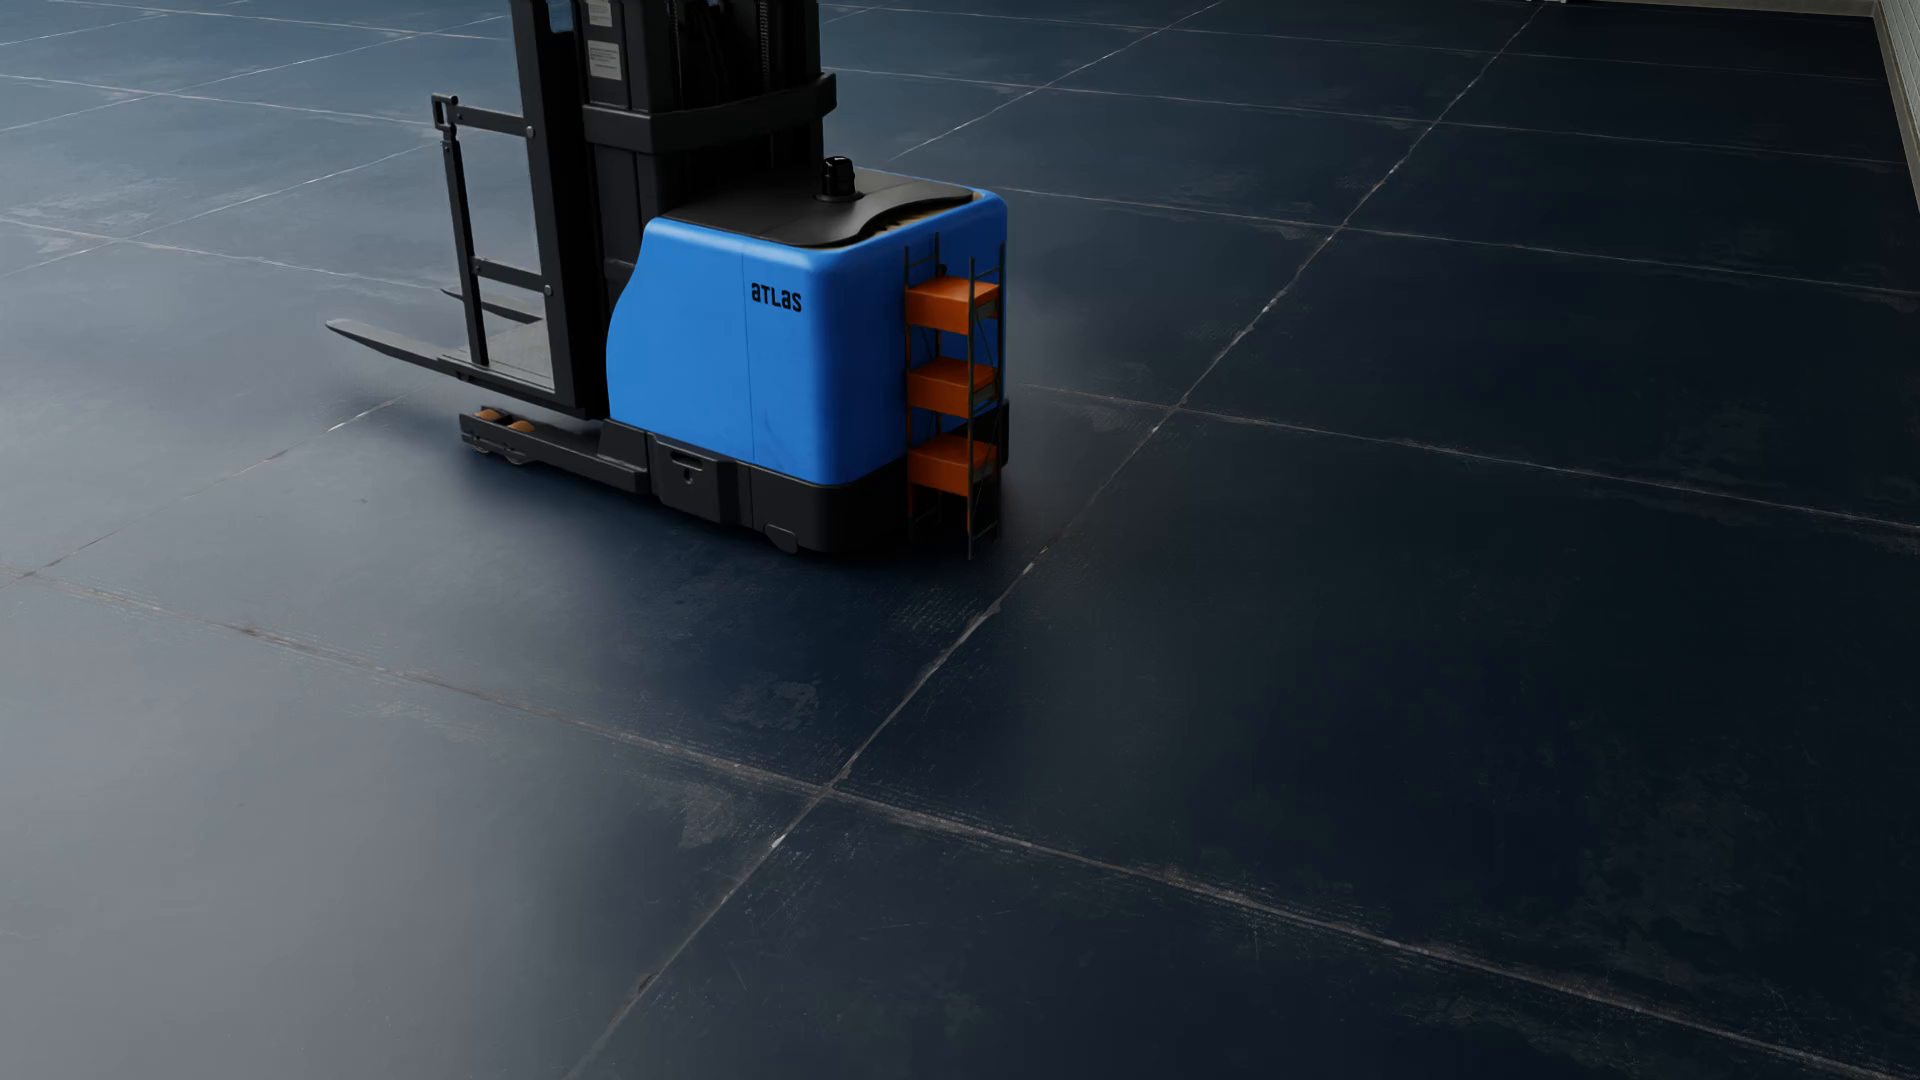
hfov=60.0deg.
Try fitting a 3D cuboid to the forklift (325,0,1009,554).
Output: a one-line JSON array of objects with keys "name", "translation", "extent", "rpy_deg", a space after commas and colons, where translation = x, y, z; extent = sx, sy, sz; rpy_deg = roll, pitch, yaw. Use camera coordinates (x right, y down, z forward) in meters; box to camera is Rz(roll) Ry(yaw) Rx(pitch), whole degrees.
[{"name": "forklift", "translation": [-1.309, -1.769, 6.024], "extent": [3.031, 2.935, 1.130], "rpy_deg": [18, 31, 32]}]

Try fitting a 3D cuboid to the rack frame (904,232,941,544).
[{"name": "rack frame", "translation": [-0.123, -0.493, 5.564], "extent": [0.008, 1.050, 0.200], "rpy_deg": [15, 30, 28]}]

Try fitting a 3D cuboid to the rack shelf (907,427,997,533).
[{"name": "rack shelf", "translation": [-0.019, -0.206, 5.633], "extent": [0.240, 0.259, 0.215], "rpy_deg": [15, 30, 28]}]

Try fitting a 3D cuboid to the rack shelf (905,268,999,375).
[{"name": "rack shelf", "translation": [-0.019, -0.710, 5.385], "extent": [0.240, 0.259, 0.215], "rpy_deg": [15, 30, 28]}]

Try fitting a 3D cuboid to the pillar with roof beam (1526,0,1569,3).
[{"name": "pillar with roof beam", "translation": [4.200, -7.803, 11.412], "extent": [0.400, 9.000, 9.100], "rpy_deg": [11, 28, 22]}]

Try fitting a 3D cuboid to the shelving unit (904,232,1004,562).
[{"name": "shelving unit", "translation": [-0.019, -0.465, 5.506], "extent": [0.252, 1.050, 0.215], "rpy_deg": [15, 30, 28]}]

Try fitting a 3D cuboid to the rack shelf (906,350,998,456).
[{"name": "rack shelf", "translation": [-0.019, -0.456, 5.511], "extent": [0.240, 0.259, 0.215], "rpy_deg": [15, 30, 28]}]

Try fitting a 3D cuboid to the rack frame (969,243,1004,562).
[{"name": "rack frame", "translation": [0.085, -0.437, 5.448], "extent": [0.008, 1.050, 0.200], "rpy_deg": [15, 30, 28]}]
